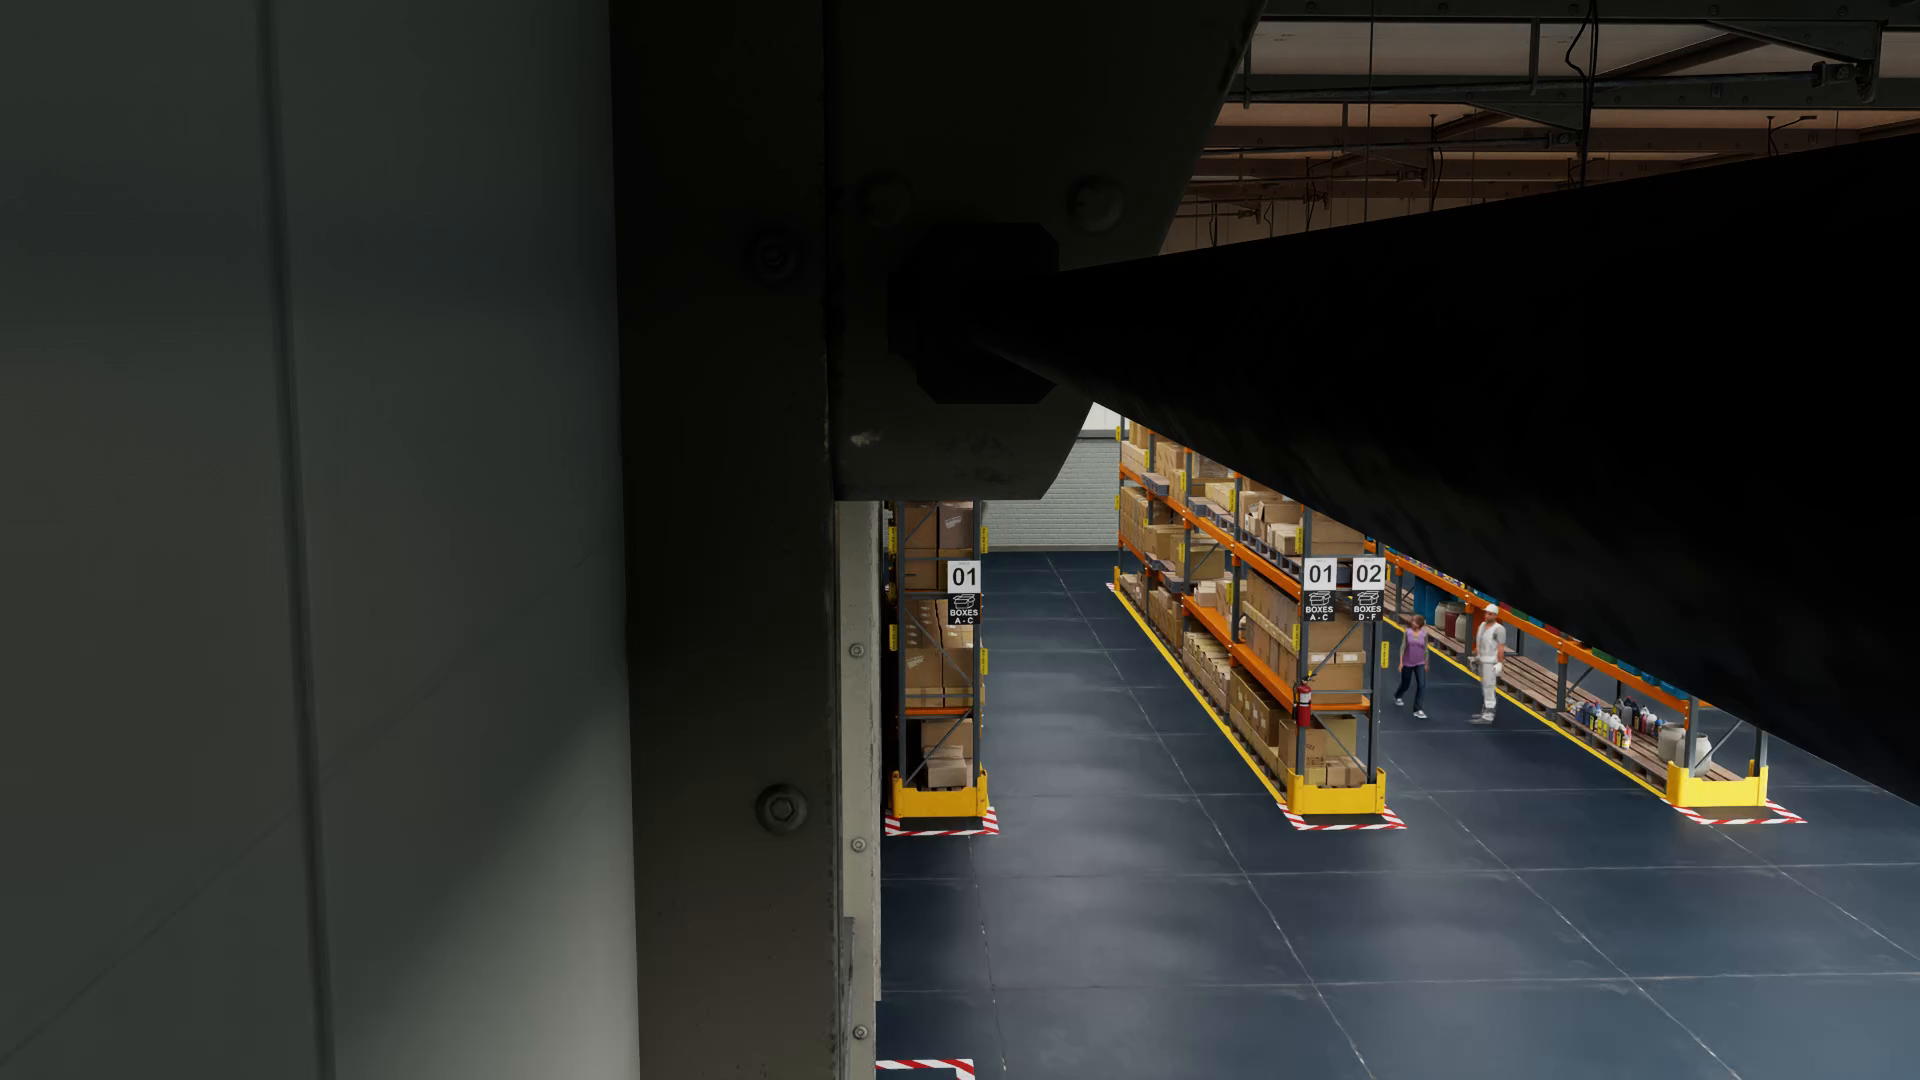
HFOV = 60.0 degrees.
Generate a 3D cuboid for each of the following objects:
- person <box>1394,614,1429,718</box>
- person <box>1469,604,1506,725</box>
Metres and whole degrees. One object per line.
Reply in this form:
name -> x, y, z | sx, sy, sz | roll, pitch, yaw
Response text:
person -> 6.935, 1.896, 25.510 | 0.505, 1.552, 0.823 | -1, 8, -10
person -> 7.917, 1.853, 25.037 | 0.474, 1.790, 0.571 | -1, 8, -5
